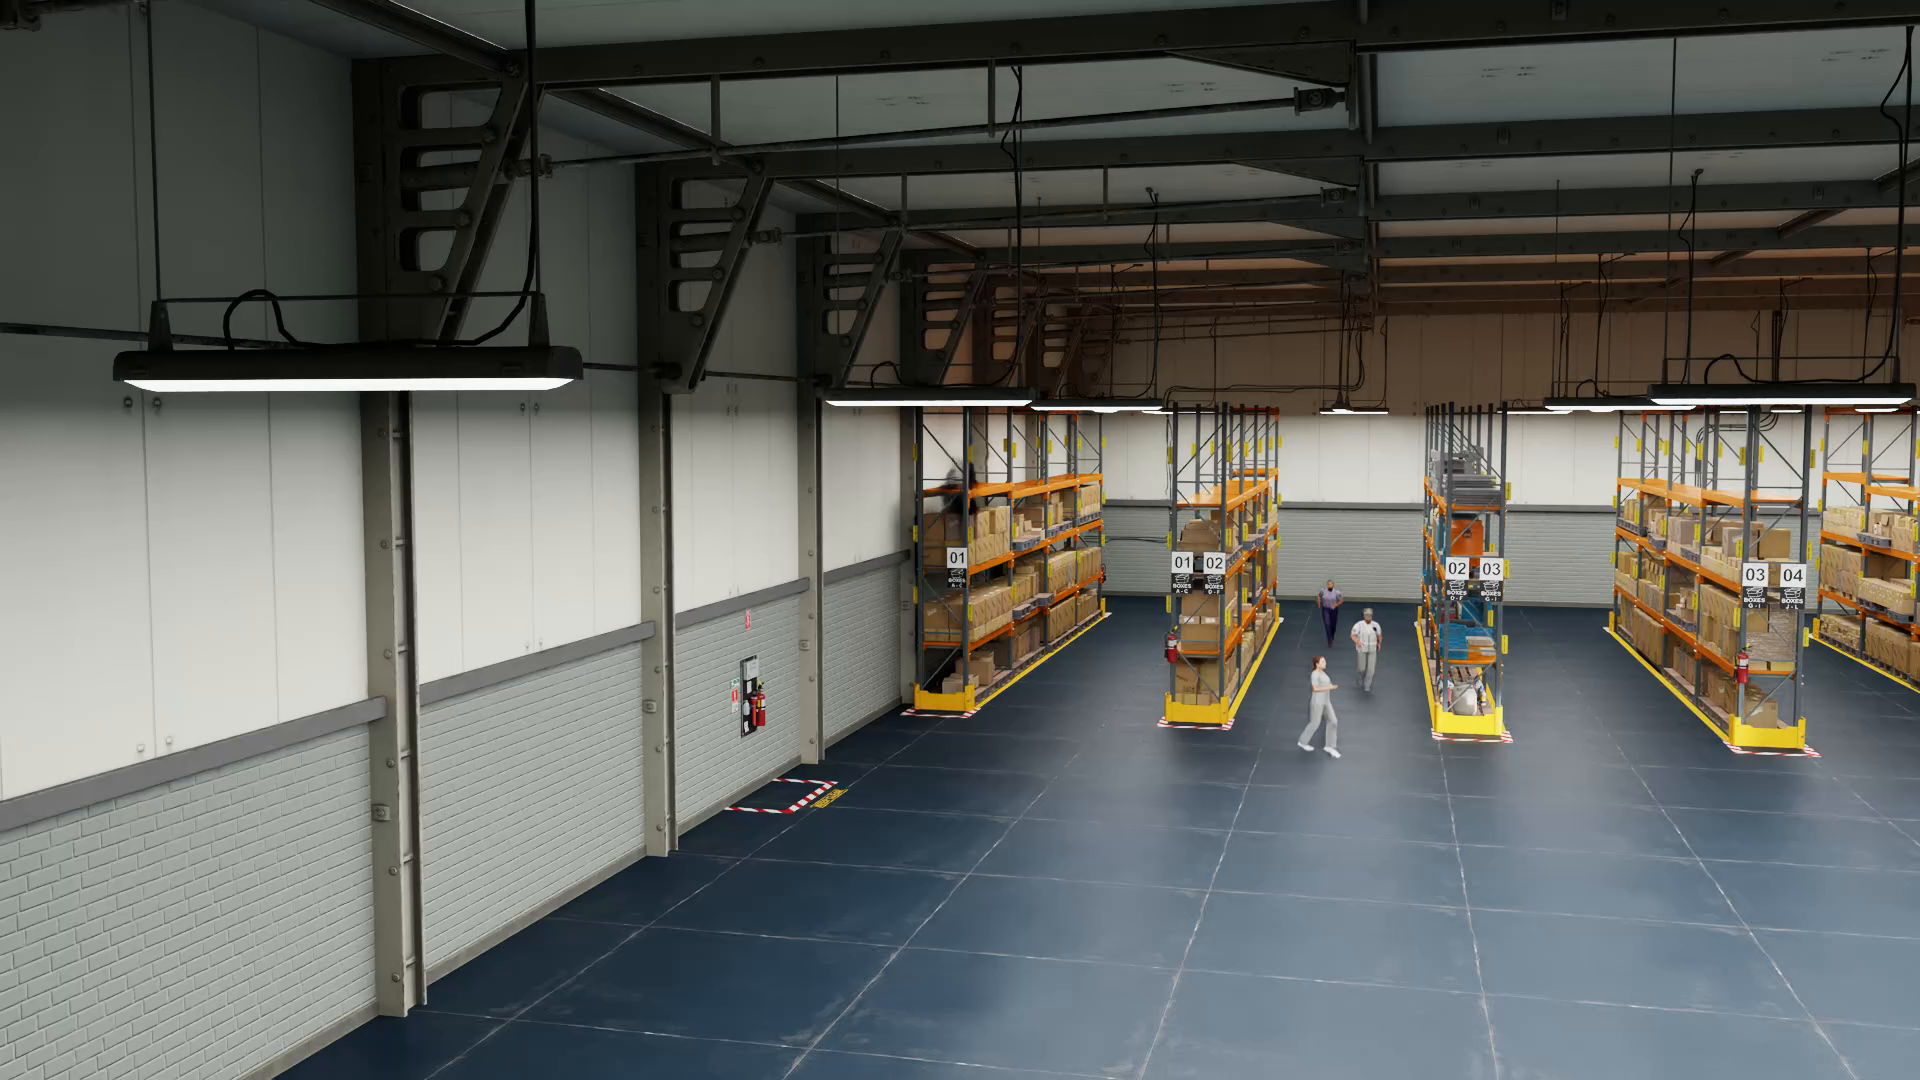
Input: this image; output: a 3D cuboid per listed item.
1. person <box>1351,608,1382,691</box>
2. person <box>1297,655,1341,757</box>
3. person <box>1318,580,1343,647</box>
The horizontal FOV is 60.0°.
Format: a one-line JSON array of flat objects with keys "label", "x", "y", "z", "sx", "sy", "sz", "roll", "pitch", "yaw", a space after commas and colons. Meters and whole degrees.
[{"label": "person", "x": 8.522, "y": 2.284, "z": 34.815, "sx": 0.649, "sy": 1.732, "sz": 0.595, "roll": 0, "pitch": 4, "yaw": 3}, {"label": "person", "x": 6.089, "y": 2.798, "z": 28.146, "sx": 0.736, "sy": 1.716, "sz": 0.552, "roll": 4, "pitch": 6, "yaw": 40}, {"label": "person", "x": 9.322, "y": 1.824, "z": 41.874, "sx": 0.629, "sy": 1.649, "sz": 0.942, "roll": 1, "pitch": 4, "yaw": 13}]
